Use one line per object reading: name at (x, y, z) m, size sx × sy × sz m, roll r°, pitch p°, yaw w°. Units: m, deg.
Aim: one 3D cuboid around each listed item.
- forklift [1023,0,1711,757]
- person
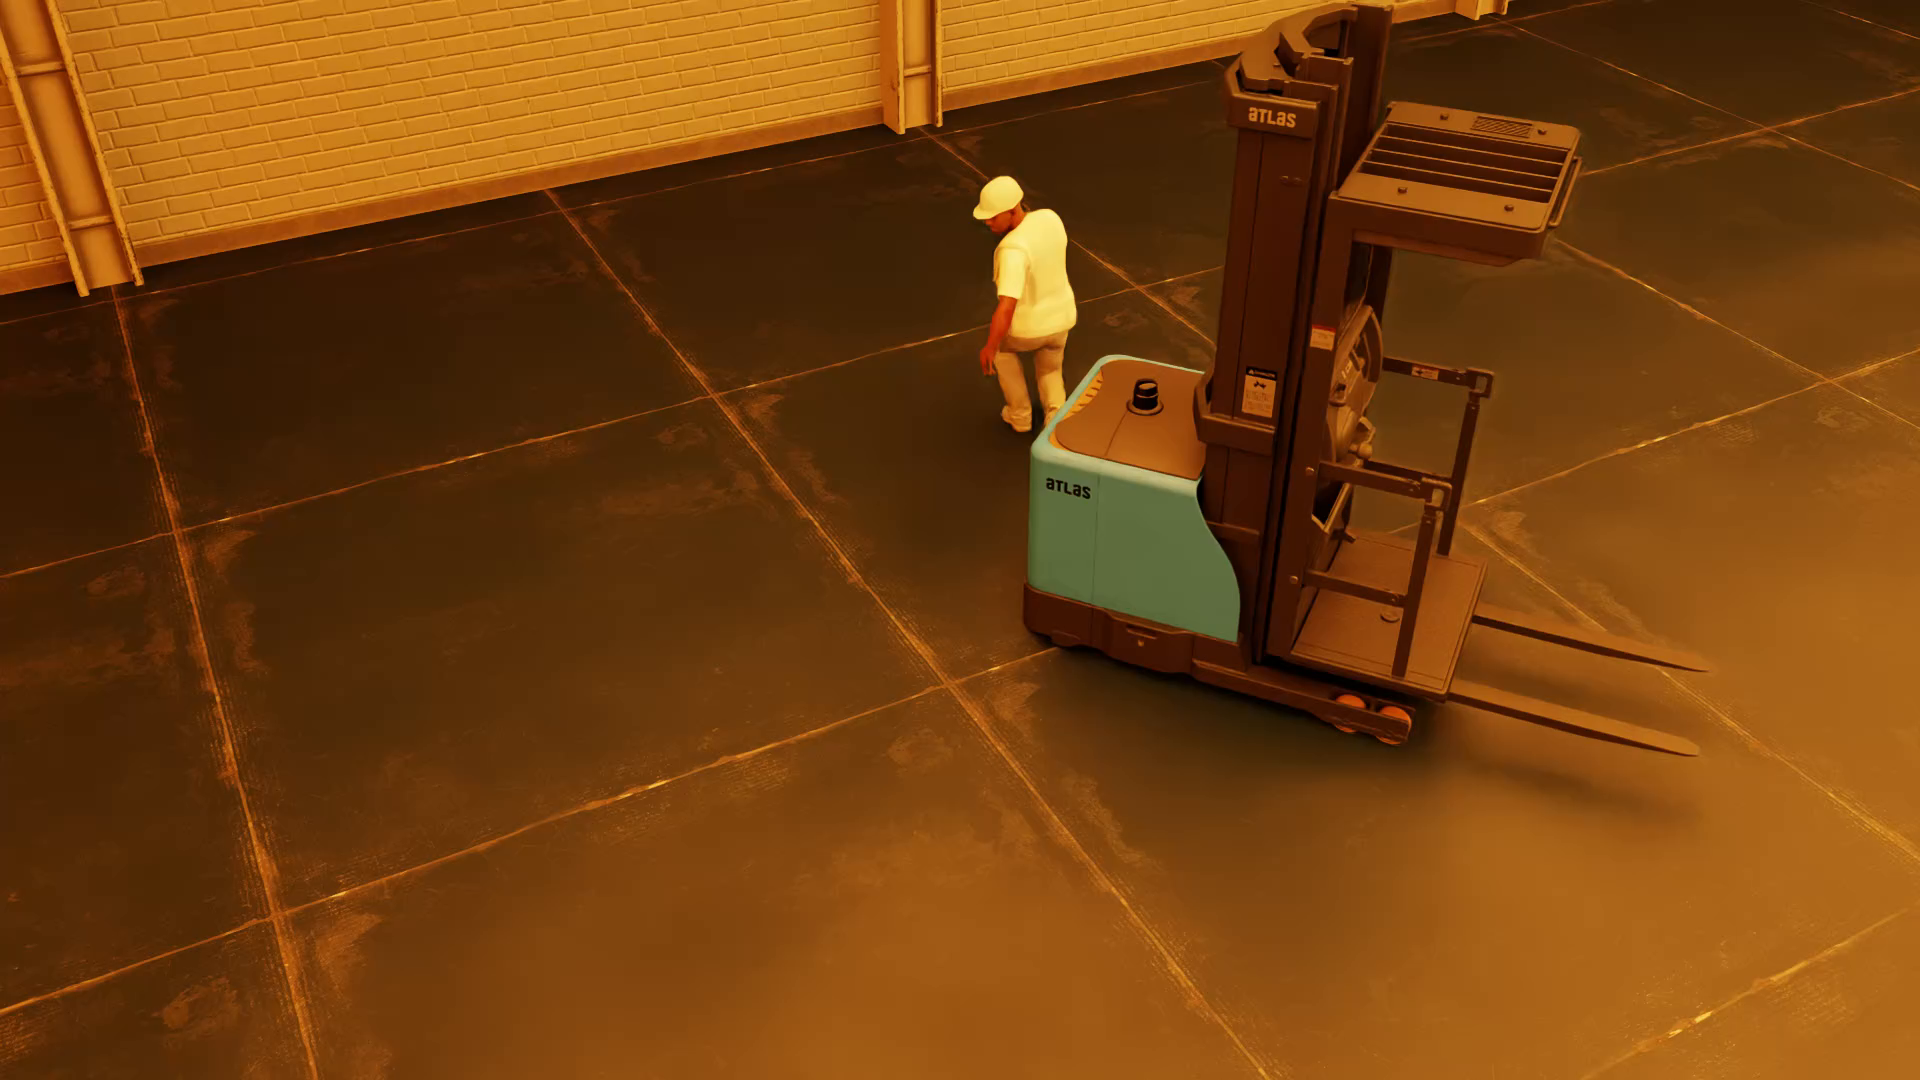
forklift at (1.863, -0.642, 7.031) m, size 3.031 × 2.935 × 1.130 m, roll 15°, pitch 38°, yaw 20°
person at (0.334, -1.227, 9.099) m, size 0.680 × 1.542 × 0.833 m, roll -18°, pitch 39°, yaw -24°
